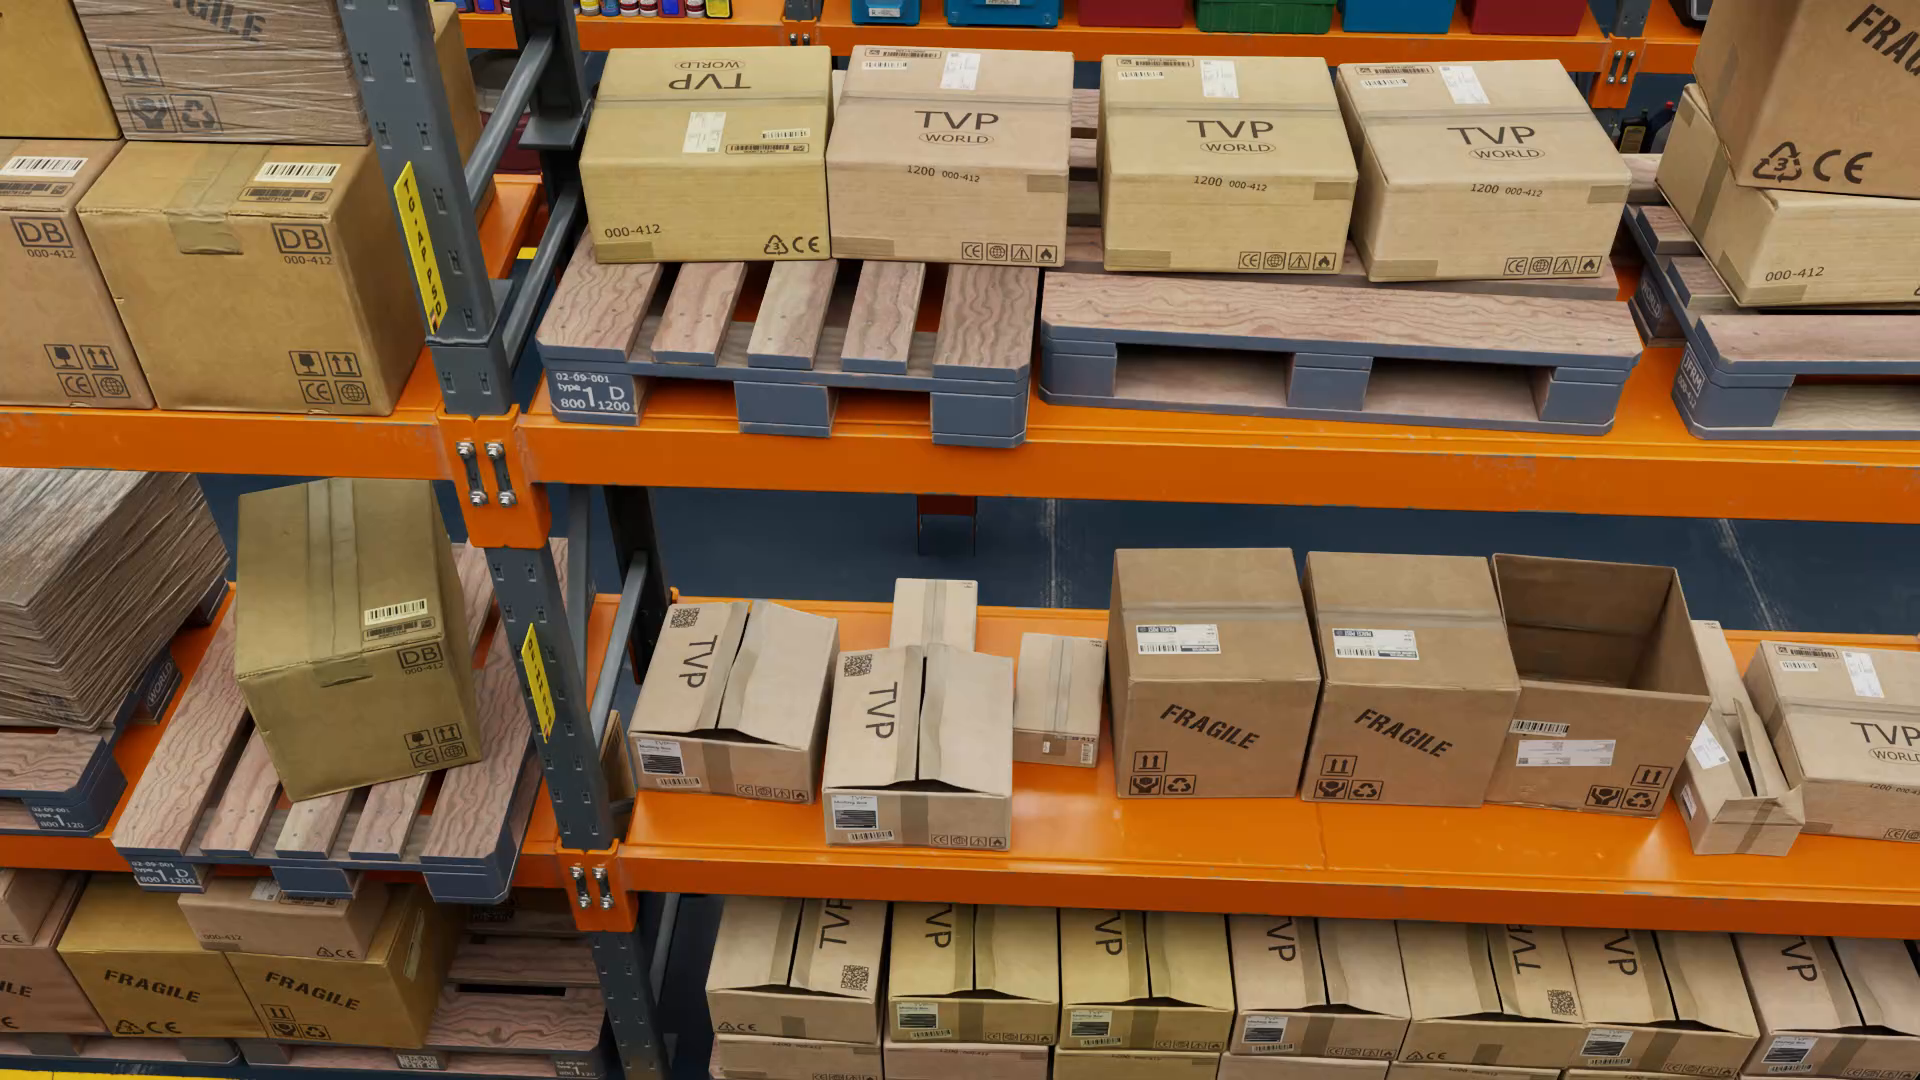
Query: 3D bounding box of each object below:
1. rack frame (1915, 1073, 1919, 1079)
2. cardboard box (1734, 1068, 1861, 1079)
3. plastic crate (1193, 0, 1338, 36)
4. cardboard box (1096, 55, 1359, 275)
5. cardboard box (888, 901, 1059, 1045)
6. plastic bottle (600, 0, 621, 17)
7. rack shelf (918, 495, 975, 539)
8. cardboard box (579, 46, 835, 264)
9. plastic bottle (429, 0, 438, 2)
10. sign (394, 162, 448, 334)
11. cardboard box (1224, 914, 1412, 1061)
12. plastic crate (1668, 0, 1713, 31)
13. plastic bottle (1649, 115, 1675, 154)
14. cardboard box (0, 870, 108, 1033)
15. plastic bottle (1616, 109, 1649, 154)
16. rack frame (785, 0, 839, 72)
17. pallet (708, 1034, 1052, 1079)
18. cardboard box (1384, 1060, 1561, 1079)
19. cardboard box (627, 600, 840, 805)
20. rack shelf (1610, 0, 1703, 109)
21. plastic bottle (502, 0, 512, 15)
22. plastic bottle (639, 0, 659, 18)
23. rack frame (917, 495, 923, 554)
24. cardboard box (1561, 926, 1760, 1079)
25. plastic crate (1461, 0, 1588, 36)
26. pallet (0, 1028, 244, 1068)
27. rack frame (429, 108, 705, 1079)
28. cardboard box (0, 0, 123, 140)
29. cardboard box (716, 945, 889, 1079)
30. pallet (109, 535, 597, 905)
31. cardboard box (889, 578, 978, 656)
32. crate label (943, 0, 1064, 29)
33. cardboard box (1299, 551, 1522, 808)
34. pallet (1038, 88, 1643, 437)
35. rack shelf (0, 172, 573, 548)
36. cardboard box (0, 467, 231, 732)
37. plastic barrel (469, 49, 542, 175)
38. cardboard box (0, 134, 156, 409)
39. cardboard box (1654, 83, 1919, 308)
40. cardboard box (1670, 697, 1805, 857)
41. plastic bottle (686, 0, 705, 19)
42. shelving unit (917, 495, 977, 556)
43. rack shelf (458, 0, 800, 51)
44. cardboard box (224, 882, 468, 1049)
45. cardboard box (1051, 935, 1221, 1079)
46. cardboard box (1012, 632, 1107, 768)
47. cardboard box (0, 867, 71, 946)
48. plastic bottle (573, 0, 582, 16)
[{"bbox_3d":[3.006,0.491,4.608,0.127,3.000,1.000,2,43,2],"label":"rack frame"},{"bbox_3d":[2.578,1.528,5.204,0.500,0.250,0.500,1,43,1],"label":"cardboard box"},{"bbox_3d":[1.480,-2.665,8.152,0.662,0.188,0.450,2,43,2],"label":"plastic crate"},{"bbox_3d":[0.561,-0.823,3.620,0.500,0.250,0.500,1,43,1],"label":"cardboard box"},{"bbox_3d":[0.045,1.242,5.099,0.500,0.311,0.500,1,43,1],"label":"cardboard box"},{"bbox_3d":[-1.726,-2.708,8.137,0.097,0.271,0.097,0,43,0],"label":"plastic bottle"},{"bbox_3d":[-0.053,-0.175,7.176,0.240,0.259,0.215,2,43,2],"label":"rack shelf"},{"bbox_3d":[-0.535,-0.853,3.651,0.500,0.250,0.500,-1,43,-1],"label":"cardboard box"},{"bbox_3d":[-2.647,-2.729,8.149,0.133,0.283,0.061,2,43,2],"label":"plastic bottle"},{"bbox_3d":[-1.017,-0.549,3.144,0.005,0.325,0.100,2,43,2],"label":"sign"},{"bbox_3d":[1.068,1.275,5.064,0.500,0.311,0.500,1,43,1],"label":"cardboard box"},{"bbox_3d":[3.750,-2.756,8.139,0.504,0.338,0.767,2,43,2],"label":"plastic crate"},{"bbox_3d":[3.882,-2.152,9.065,0.185,0.351,0.144,2,43,2],"label":"plastic bottle"},{"bbox_3d":[-2.977,1.225,5.331,0.500,0.500,0.500,0,43,0],"label":"cardboard box"},{"bbox_3d":[3.728,-2.259,9.229,0.133,0.283,0.061,4,43,4],"label":"plastic bottle"},{"bbox_3d":[-0.763,-3.005,8.360,0.127,3.000,1.000,2,43,2],"label":"rack frame"},{"bbox_3d":[-0.170,1.440,5.634,1.213,0.211,1.003,2,43,2],"label":"pallet"},{"bbox_3d":[1.562,1.496,5.238,0.500,0.250,0.500,3,43,3],"label":"cardboard box"},{"bbox_3d":[-0.629,0.442,4.726,0.500,0.311,0.500,4,43,5],"label":"cardboard box"},{"bbox_3d":[5.230,-2.557,8.408,4.000,0.370,1.077,2,43,2],"label":"rack shelf"},{"bbox_3d":[-2.213,-2.698,8.176,0.097,0.201,0.097,0,43,0],"label":"plastic bottle"},{"bbox_3d":[-1.532,-2.677,8.154,0.097,0.201,0.097,0,43,0],"label":"plastic bottle"},{"bbox_3d":[-0.175,-0.390,6.983,0.008,1.050,0.200,2,43,2],"label":"rack frame"},{"bbox_3d":[2.068,1.309,5.027,0.500,0.311,0.500,3,43,3],"label":"cardboard box"},{"bbox_3d":[2.735,-2.712,7.999,0.583,0.464,0.402,2,43,2],"label":"plastic crate"},{"bbox_3d":[-2.950,1.301,5.784,1.213,0.211,1.003,2,43,2],"label":"pallet"},{"bbox_3d":[-0.990,0.368,4.739,0.127,3.000,1.000,2,43,2],"label":"rack frame"},{"bbox_3d":[-1.935,-1.165,3.378,0.500,0.500,0.500,2,43,2],"label":"cardboard box"},{"bbox_3d":[-0.480,1.437,5.302,0.500,0.250,0.500,2,43,2],"label":"cardboard box"},{"bbox_3d":[-1.671,0.465,4.776,1.003,0.211,1.213,2,43,2],"label":"pallet"},{"bbox_3d":[-0.079,0.300,4.997,0.250,0.149,0.380,2,43,2],"label":"cardboard box"},{"bbox_3d":[0.217,-2.803,8.118,0.616,0.435,0.502,2,43,2],"label":"crate label"},{"bbox_3d":[1.213,0.388,4.645,0.500,0.500,0.500,2,43,2],"label":"cardboard box"},{"bbox_3d":[0.809,-0.668,3.790,1.213,0.211,1.003,4,43,4],"label":"pallet"},{"bbox_3d":[-2.988,-0.527,4.028,4.000,0.370,1.077,2,43,2],"label":"rack shelf"},{"bbox_3d":[-2.530,0.077,4.670,0.500,0.500,0.700,9,44,10],"label":"cardboard box"},{"bbox_3d":[-2.381,-2.314,9.080,0.708,0.588,0.600,2,43,2],"label":"plastic barrel"},{"bbox_3d":[-1.937,-0.772,3.690,0.500,0.500,0.910,2,43,2],"label":"cardboard box"},{"bbox_3d":[1.842,-0.746,3.537,0.500,0.250,0.500,-2,43,-2],"label":"cardboard box"},{"bbox_3d":[2.119,0.638,4.548,0.258,0.266,0.396,1,43,1],"label":"cardboard box"},{"bbox_3d":[-1.301,-2.670,8.146,0.097,0.201,0.097,0,43,0],"label":"plastic bottle"},{"bbox_3d":[-0.053,-0.386,6.979,0.252,1.050,0.215,2,43,2],"label":"shelving unit"},{"bbox_3d":[-2.761,-2.803,8.671,4.000,0.370,1.077,2,43,2],"label":"rack shelf"},{"bbox_3d":[-1.935,1.253,5.301,0.500,0.500,0.500,3,43,4],"label":"cardboard box"},{"bbox_3d":[0.541,1.463,5.273,0.500,0.250,0.500,1,43,1],"label":"cardboard box"},{"bbox_3d":[0.286,0.461,4.824,0.250,0.149,0.380,5,43,5],"label":"cardboard box"},{"bbox_3d":[-3.014,0.951,5.075,0.500,0.250,0.500,1,43,1],"label":"cardboard box"},{"bbox_3d":[-1.921,-2.714,8.143,0.097,0.271,0.097,0,43,0],"label":"plastic bottle"}]
